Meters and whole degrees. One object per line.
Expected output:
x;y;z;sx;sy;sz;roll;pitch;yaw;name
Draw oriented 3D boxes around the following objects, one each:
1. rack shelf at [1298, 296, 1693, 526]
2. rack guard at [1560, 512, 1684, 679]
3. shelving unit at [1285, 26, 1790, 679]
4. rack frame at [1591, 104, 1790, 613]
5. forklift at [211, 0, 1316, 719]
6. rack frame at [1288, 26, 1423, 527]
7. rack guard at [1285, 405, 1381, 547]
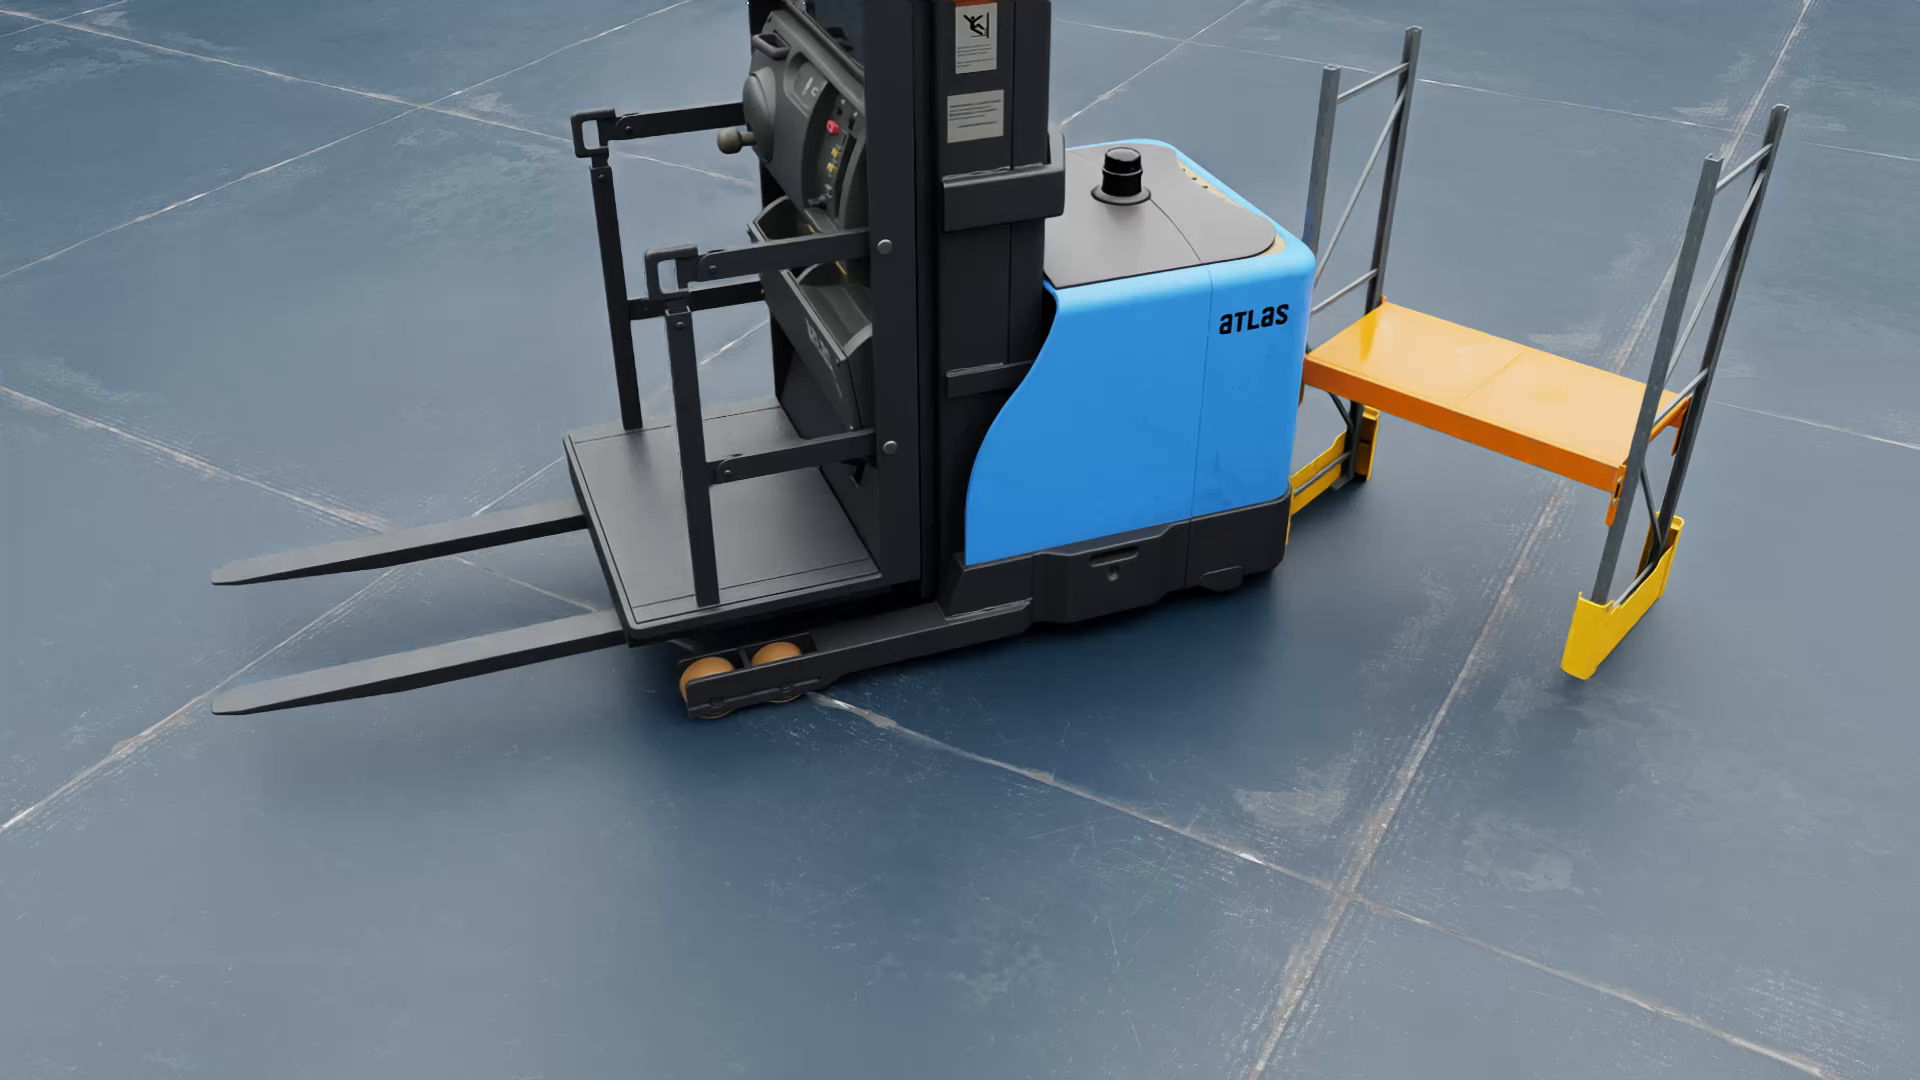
1.529;-0.401;4.824;1.000;0.185;0.538;26;41;33;rack shelf
1.913;0.153;4.795;0.087;0.250;0.587;26;41;33;rack guard
1.536;-0.548;4.719;1.083;1.500;0.587;26;41;33;shelving unit
1.914;-0.367;4.448;0.032;1.500;0.500;26;41;33;rack frame
-0.587;-1.065;4.206;3.031;2.935;1.130;-12;35;-17;forklift
1.144;-0.735;5.000;0.032;1.500;0.500;26;41;33;rack frame
1.158;-0.208;5.336;0.087;0.250;0.587;26;41;33;rack guard
